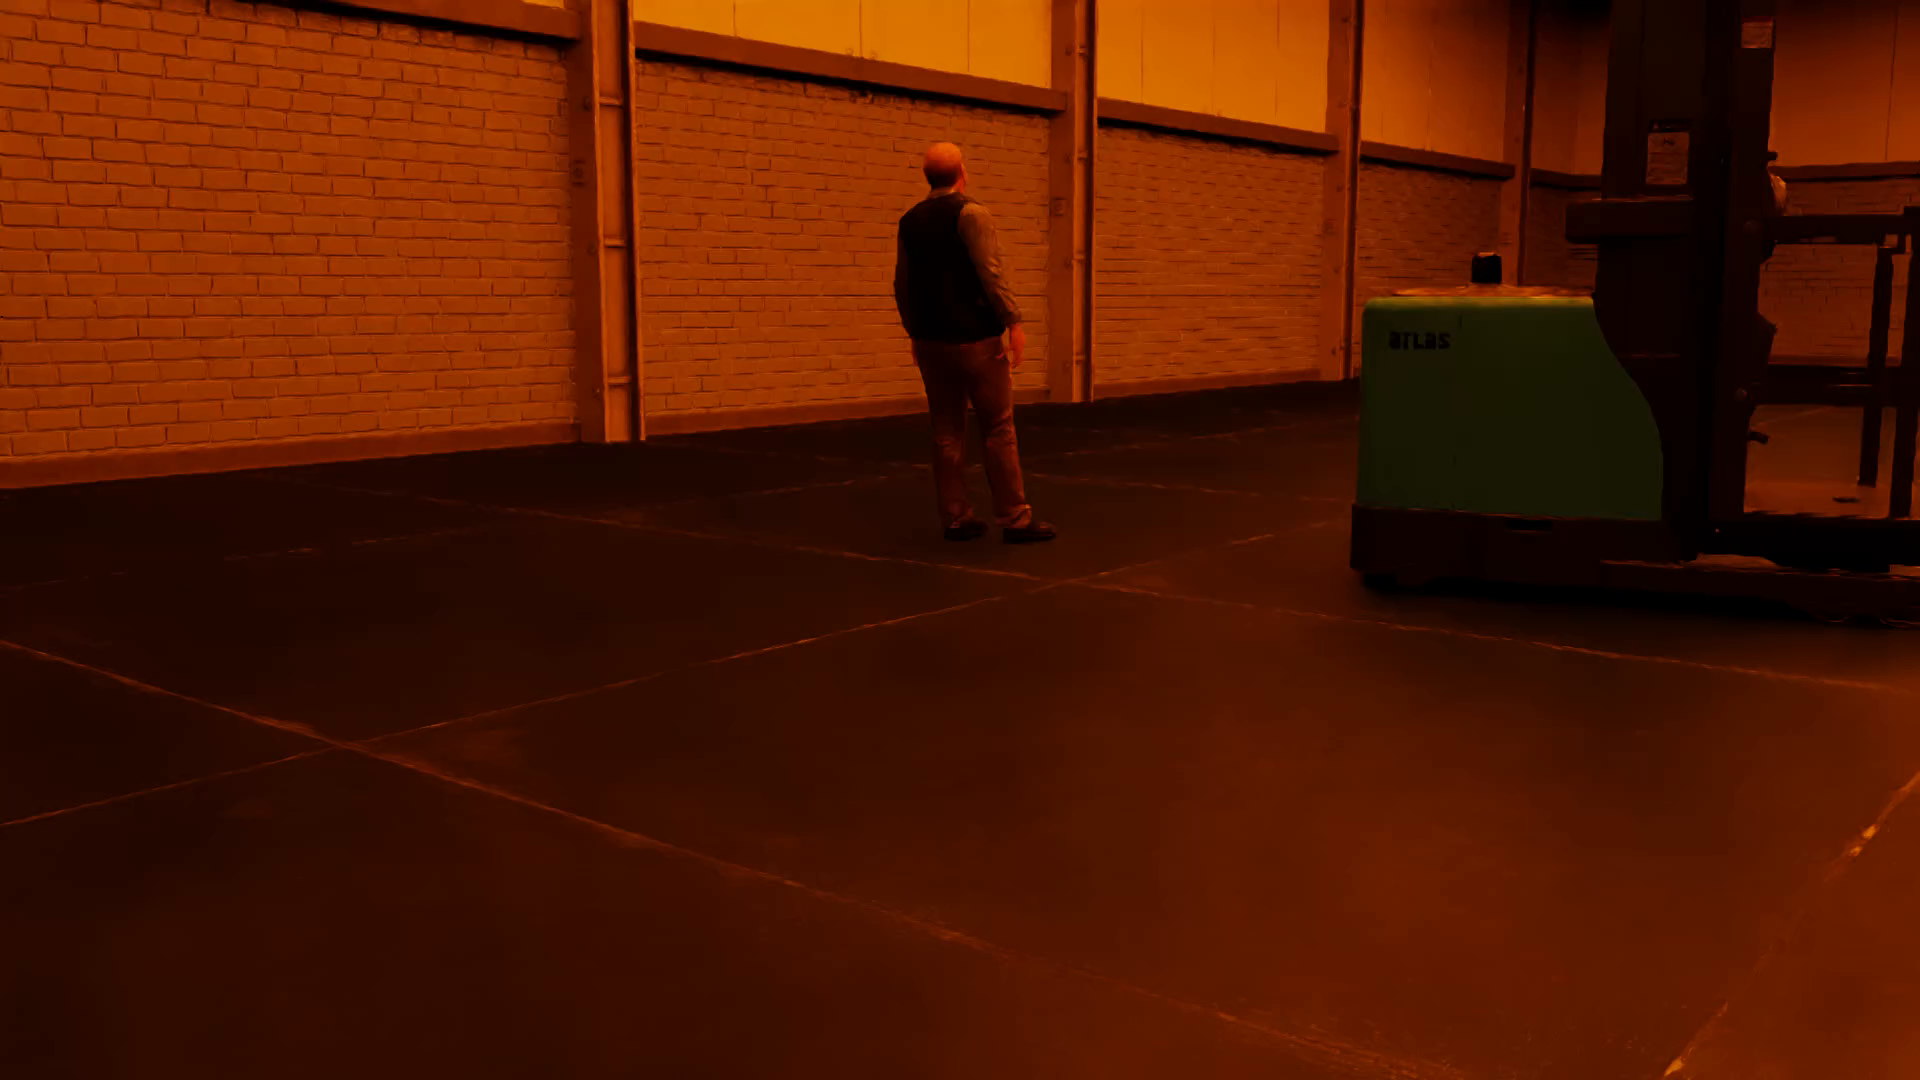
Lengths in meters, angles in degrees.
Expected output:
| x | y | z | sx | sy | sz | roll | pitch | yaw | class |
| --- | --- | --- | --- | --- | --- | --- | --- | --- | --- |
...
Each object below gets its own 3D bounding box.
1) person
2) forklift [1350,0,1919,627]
| x | y | z | sx | sy | sz | roll | pitch | yaw | class |
| --- | --- | --- | --- | --- | --- | --- | --- | --- | --- |
| 0.046 | -0.865 | 7.322 | 0.632 | 1.720 | 0.567 | 7 | 11 | 38 | person |
| 3.024 | -1.252 | 5.837 | 3.031 | 2.935 | 1.130 | 4 | 9 | 23 | forklift |
